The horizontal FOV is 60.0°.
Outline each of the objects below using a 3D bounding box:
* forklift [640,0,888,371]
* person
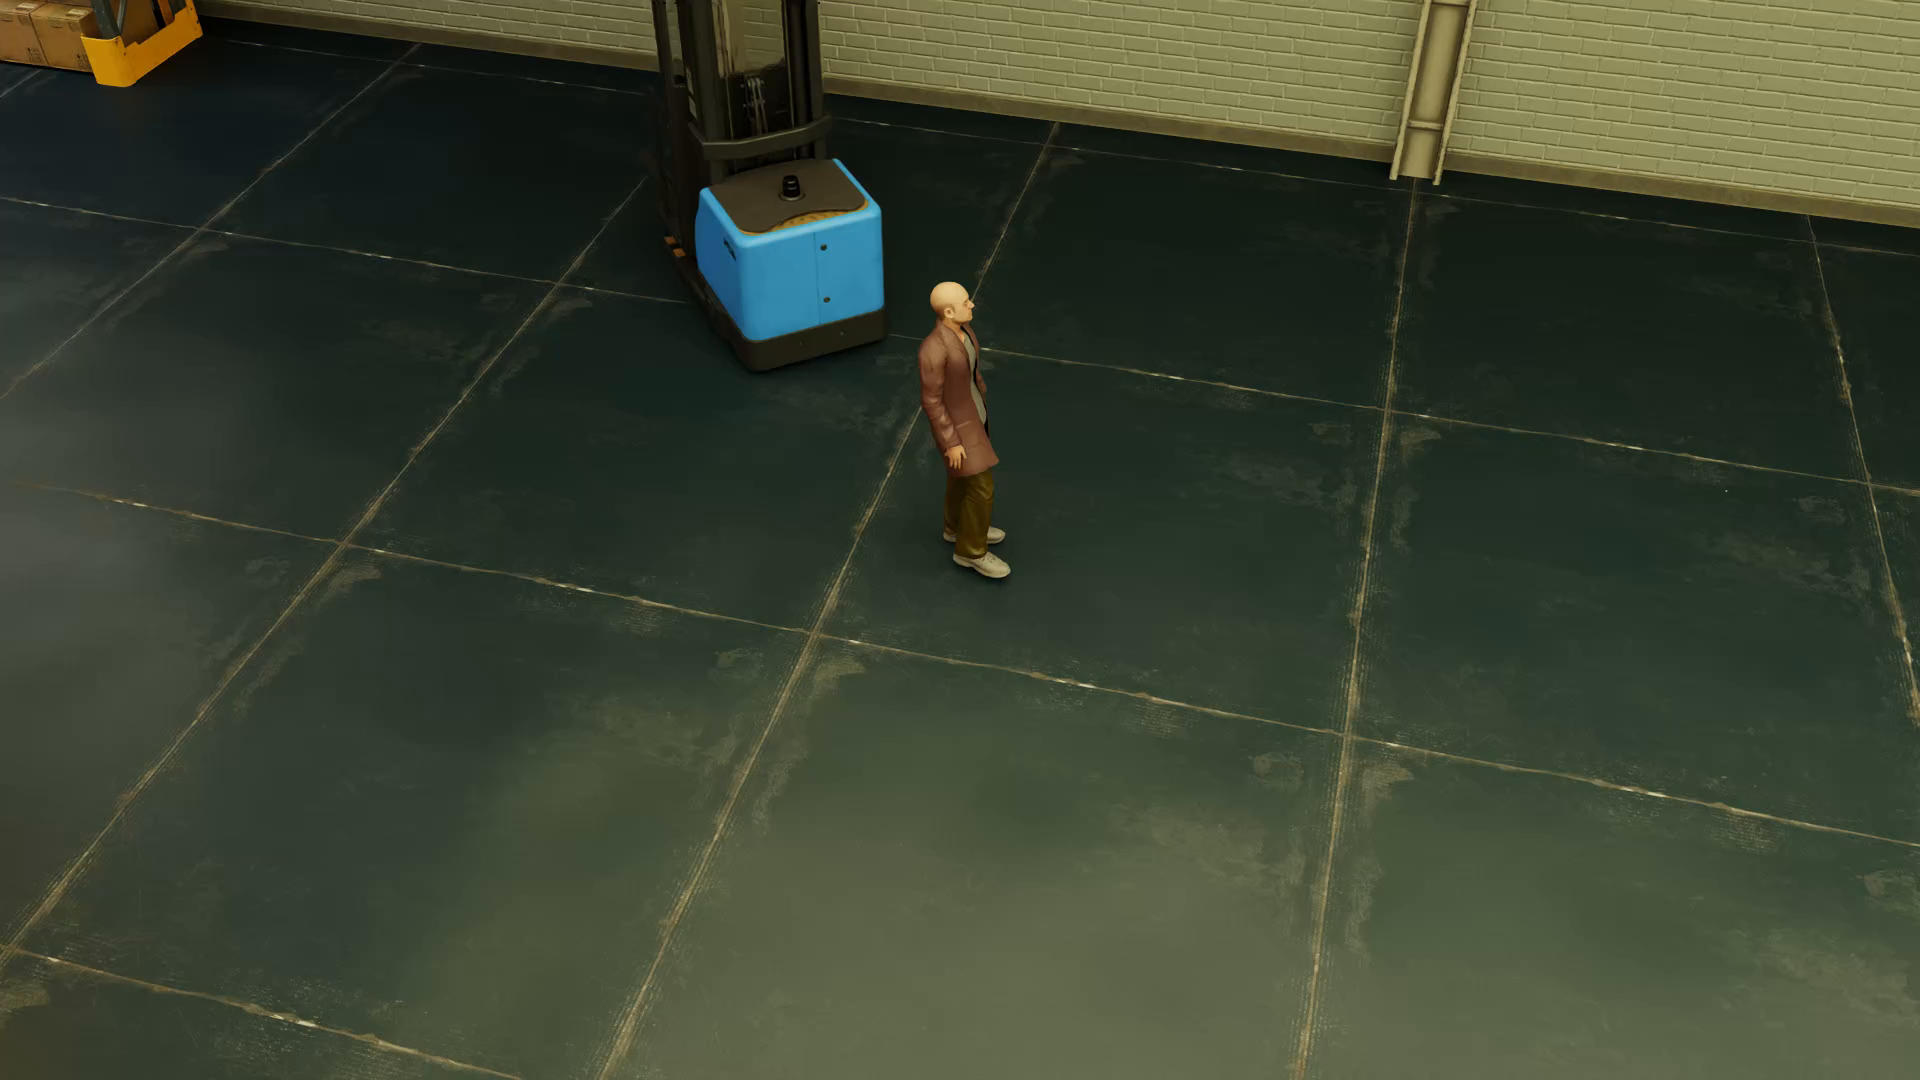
[{"bbox_3d":[-1.597,-3.219,11.534,1.130,2.935,3.031,-18,44,-19],"label":"forklift"},{"bbox_3d":[0.088,-0.655,9.474,0.580,1.777,0.696,10,42,11],"label":"person"}]
